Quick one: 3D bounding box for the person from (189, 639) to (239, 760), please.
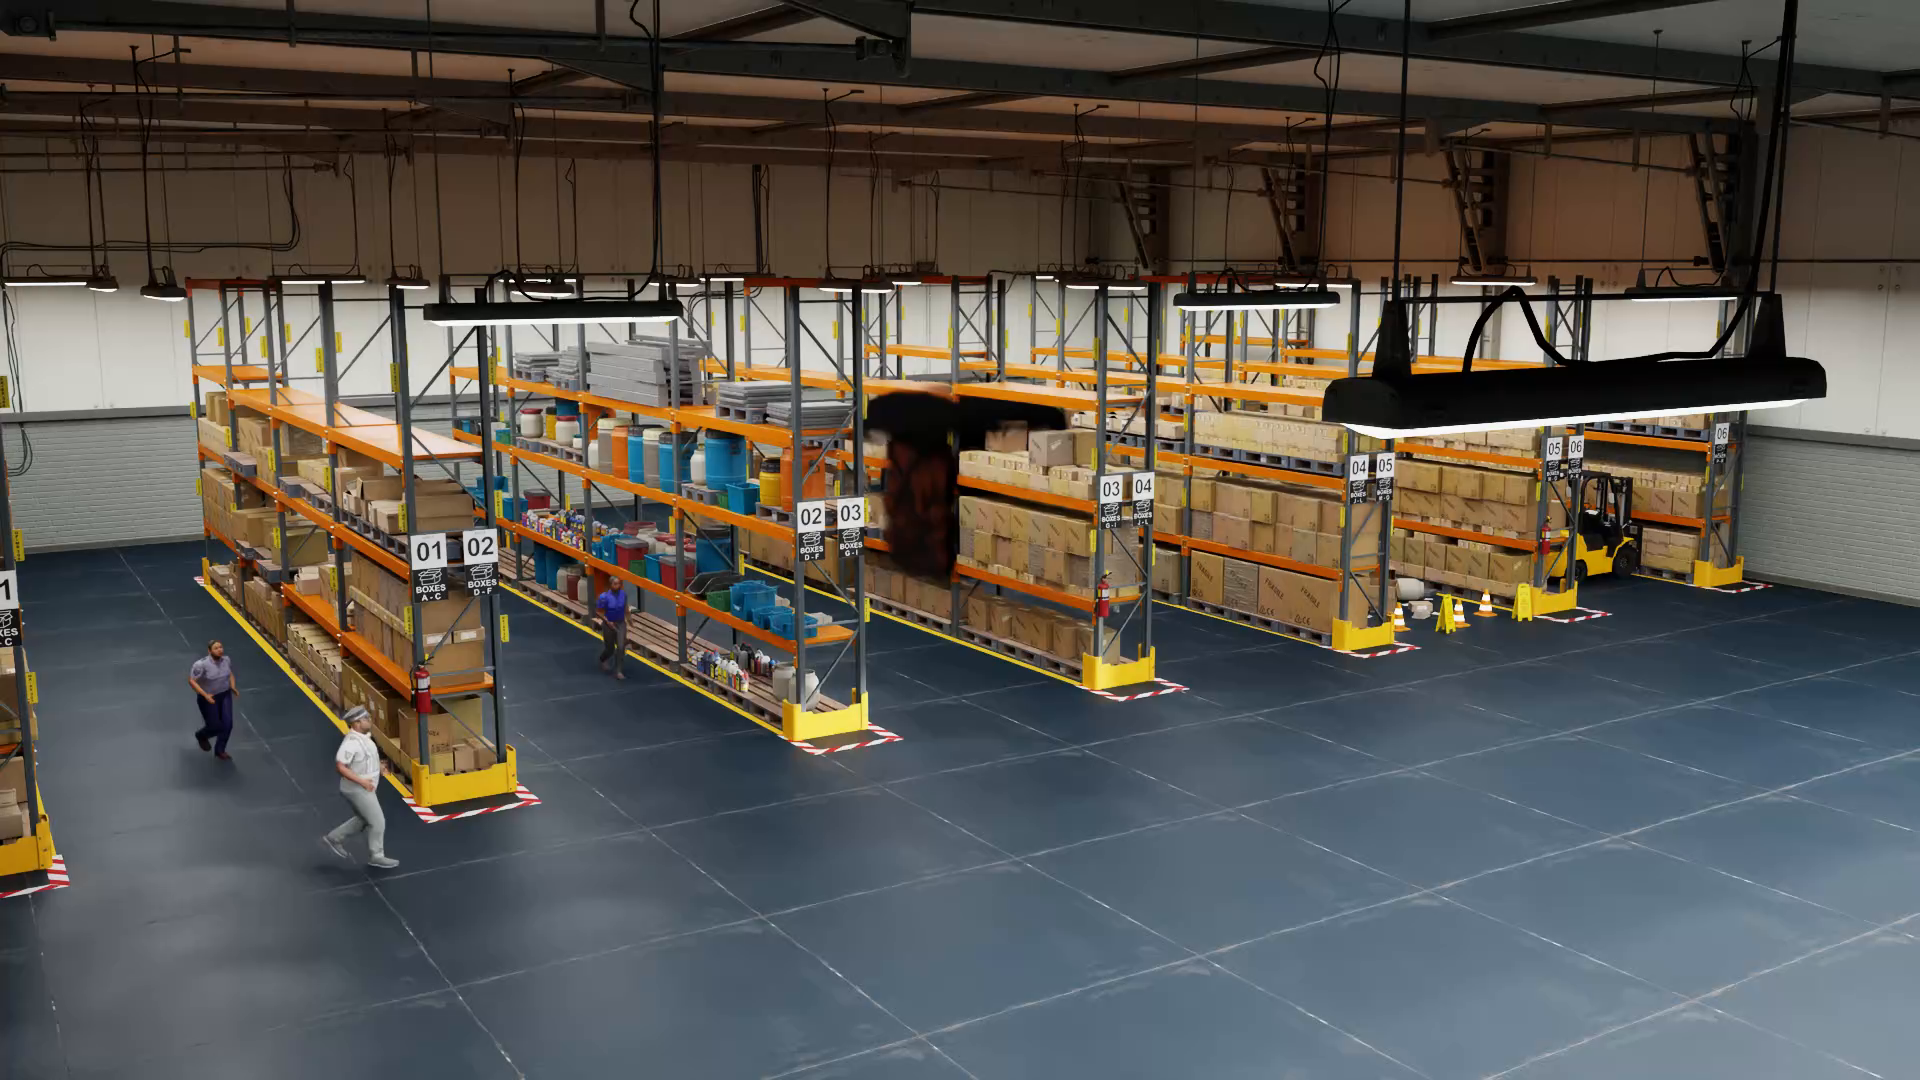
[{"bbox_3d":[-9.581,2.024,21.297,0.587,1.582,0.607,7,12,38],"label":"person"}]

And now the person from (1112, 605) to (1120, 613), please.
[{"bbox_3d":[2.762,0.565,29.265,0.554,1.424,0.846,-5,11,-28],"label":"person"}]

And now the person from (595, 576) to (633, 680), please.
[{"bbox_3d":[-5.339,1.308,25.464,0.574,1.609,0.742,-6,11,-33],"label":"person"}]

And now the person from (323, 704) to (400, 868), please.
[{"bbox_3d":[-6.306,2.586,17.391,0.759,1.778,0.679,-2,10,-9],"label":"person"}]
